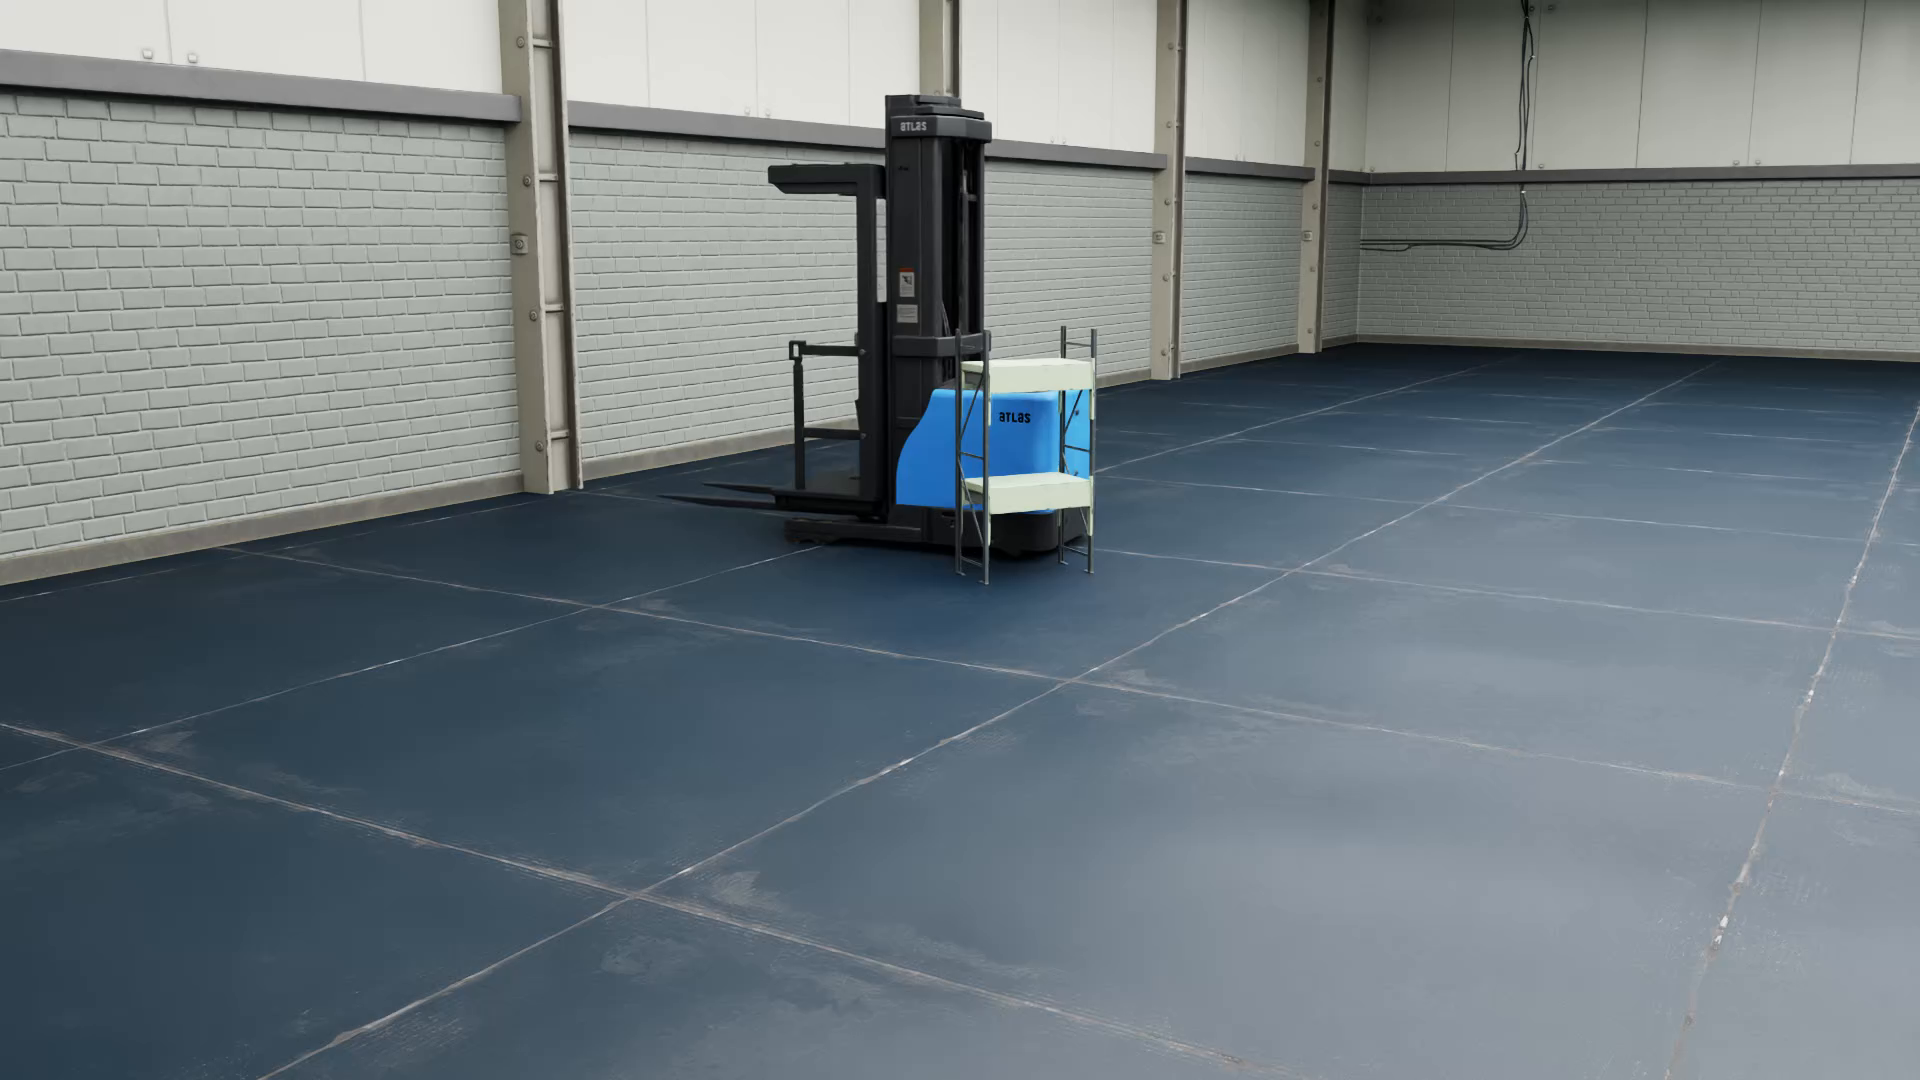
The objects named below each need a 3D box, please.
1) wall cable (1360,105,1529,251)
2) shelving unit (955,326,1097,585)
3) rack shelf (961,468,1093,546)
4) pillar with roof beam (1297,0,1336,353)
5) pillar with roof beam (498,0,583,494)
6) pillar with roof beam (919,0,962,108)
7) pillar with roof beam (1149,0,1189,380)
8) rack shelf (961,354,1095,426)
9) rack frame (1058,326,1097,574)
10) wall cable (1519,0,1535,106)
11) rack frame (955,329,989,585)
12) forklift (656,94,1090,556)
[{"bbox_3d":[8.683,-6.476,29.944,3.097,2.526,0.112,6,12,31],"label":"wall cable"},{"bbox_3d":[0.398,-0.532,10.137,0.755,1.500,0.431,-5,12,-26],"label":"shelving unit"},{"bbox_3d":[0.398,-0.212,10.197,0.720,0.370,0.431,-5,12,-26],"label":"rack shelf"},{"bbox_3d":[9.703,-7.254,25.661,9.100,9.000,0.400,6,12,31],"label":"pillar with roof beam"},{"bbox_3d":[0.357,-4.423,10.540,9.100,9.000,0.400,6,12,31],"label":"pillar with roof beam"},{"bbox_3d":[3.473,-5.367,15.580,9.100,9.000,0.400,6,12,31],"label":"pillar with roof beam"},{"bbox_3d":[6.588,-6.310,20.621,9.100,9.000,0.400,6,12,31],"label":"pillar with roof beam"},{"bbox_3d":[0.398,-0.916,10.065,0.720,0.370,0.431,-5,12,-26],"label":"rack shelf"},{"bbox_3d":[0.725,-0.563,10.299,0.023,1.500,0.400,-5,12,-26],"label":"rack frame"},{"bbox_3d":[10.995,-8.700,28.099,3.097,2.526,0.112,6,12,31],"label":"wall cable"},{"bbox_3d":[0.071,-0.502,9.976,0.023,1.500,0.400,-5,12,-26],"label":"rack frame"},{"bbox_3d":[-0.643,-1.490,11.360,3.031,2.935,1.130,4,11,22],"label":"forklift"}]
